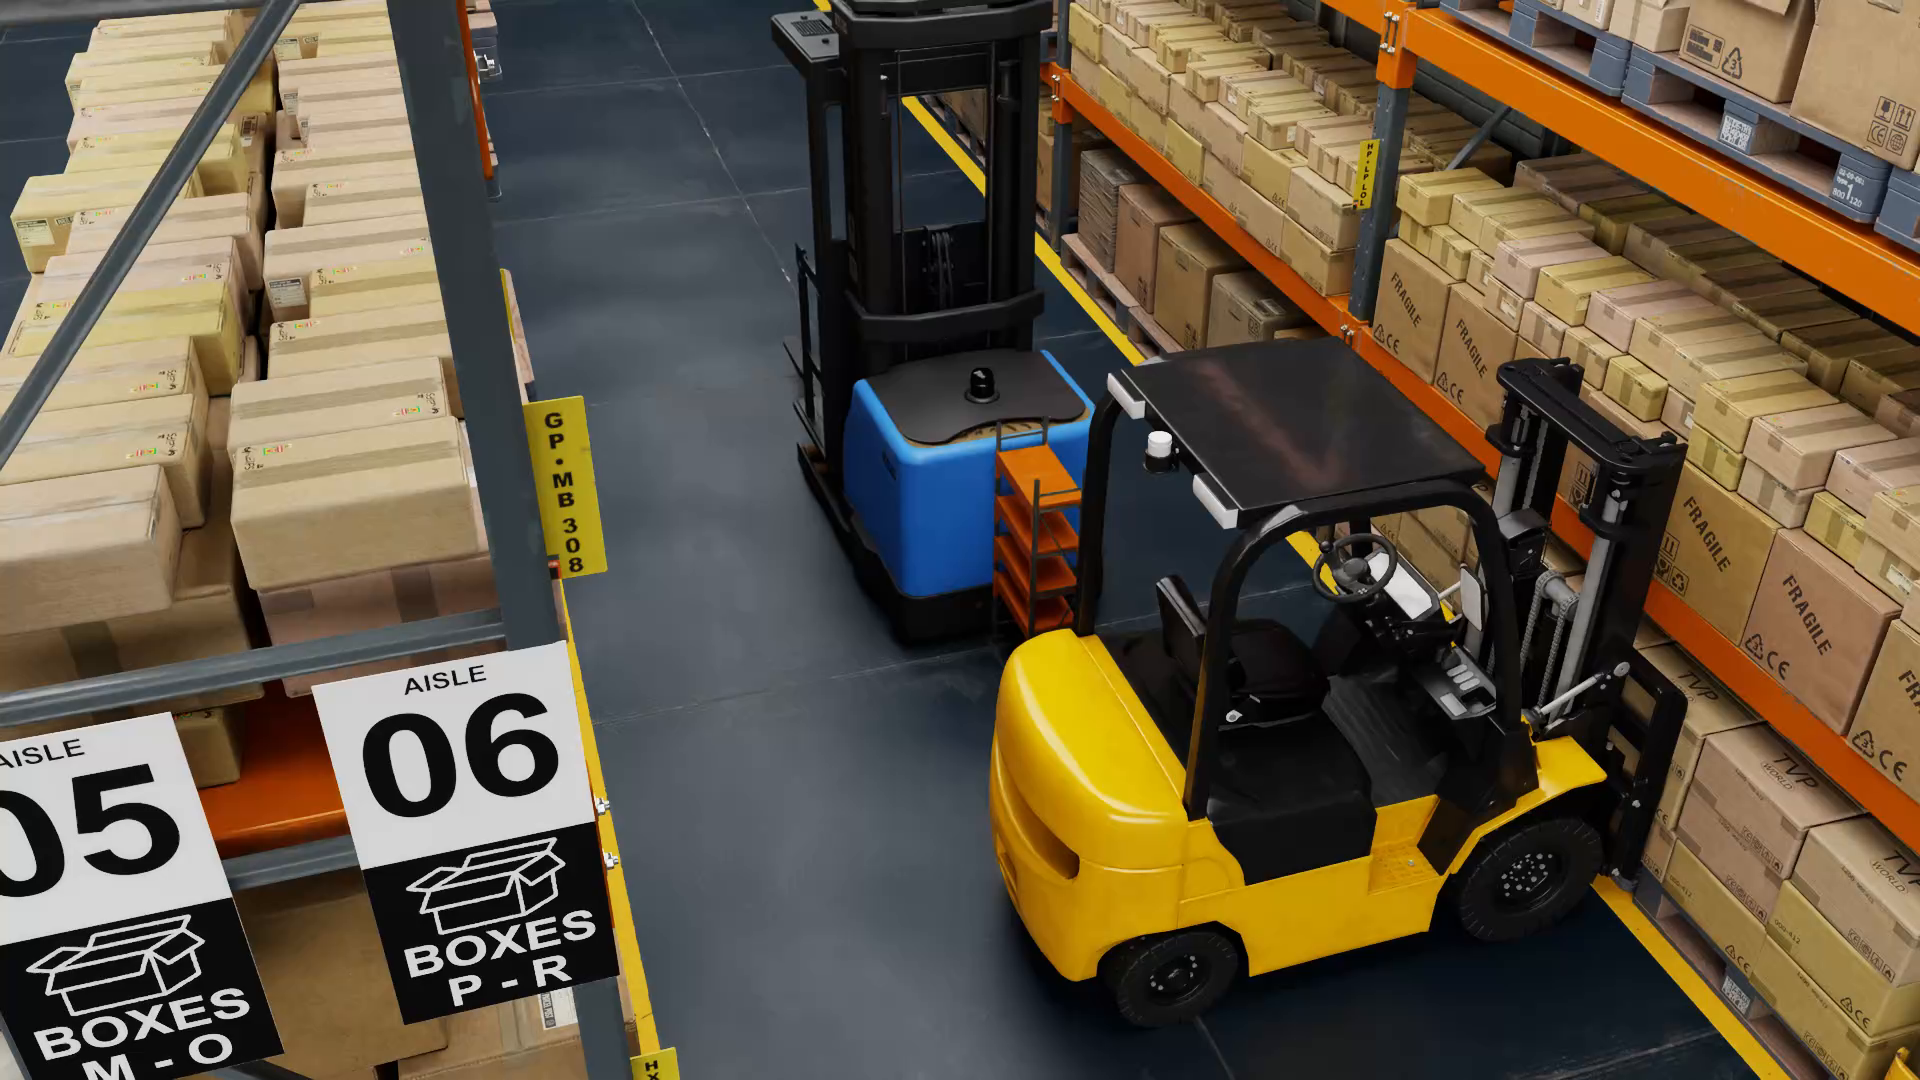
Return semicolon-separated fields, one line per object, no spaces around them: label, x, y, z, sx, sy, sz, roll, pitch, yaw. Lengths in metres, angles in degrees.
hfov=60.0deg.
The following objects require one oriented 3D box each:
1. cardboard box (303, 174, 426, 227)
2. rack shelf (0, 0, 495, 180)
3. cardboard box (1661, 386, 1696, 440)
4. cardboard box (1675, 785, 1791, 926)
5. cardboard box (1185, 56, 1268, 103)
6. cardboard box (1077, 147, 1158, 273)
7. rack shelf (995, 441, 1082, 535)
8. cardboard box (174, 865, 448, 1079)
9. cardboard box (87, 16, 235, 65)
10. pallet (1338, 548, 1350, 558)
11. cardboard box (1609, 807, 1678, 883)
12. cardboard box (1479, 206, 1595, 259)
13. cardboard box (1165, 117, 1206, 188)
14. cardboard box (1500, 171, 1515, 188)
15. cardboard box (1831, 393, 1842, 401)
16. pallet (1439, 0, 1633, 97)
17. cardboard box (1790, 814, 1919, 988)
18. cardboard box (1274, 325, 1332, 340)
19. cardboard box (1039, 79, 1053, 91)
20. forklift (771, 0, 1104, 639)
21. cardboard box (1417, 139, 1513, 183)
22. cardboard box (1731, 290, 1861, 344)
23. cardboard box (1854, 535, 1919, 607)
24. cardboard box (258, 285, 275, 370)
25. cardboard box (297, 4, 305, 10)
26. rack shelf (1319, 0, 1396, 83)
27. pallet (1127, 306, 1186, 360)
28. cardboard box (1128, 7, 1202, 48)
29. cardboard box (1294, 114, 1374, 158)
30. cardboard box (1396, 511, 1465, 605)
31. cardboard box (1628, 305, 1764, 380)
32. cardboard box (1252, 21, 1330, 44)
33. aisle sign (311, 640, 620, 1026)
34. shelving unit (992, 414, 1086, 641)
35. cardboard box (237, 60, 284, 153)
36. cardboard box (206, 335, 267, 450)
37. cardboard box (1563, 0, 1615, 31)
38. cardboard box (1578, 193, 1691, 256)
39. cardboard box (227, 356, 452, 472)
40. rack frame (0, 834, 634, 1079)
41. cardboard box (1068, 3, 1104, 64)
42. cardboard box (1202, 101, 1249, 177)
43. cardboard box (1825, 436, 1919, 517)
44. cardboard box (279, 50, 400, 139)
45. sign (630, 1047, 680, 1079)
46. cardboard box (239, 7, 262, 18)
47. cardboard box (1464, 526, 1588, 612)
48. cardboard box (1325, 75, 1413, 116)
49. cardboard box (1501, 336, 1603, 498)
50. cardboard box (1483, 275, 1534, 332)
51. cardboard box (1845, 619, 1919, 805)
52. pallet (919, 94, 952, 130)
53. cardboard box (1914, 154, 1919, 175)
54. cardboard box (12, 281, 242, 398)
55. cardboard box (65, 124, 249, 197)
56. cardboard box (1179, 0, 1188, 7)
cardboard box;-1.342;-0.751;3.949;0.380;0.149;0.250;-9;35;-13
rack shelf;-1.754;-1.621;3.697;1.077;0.370;4.000;-10;35;-15
cardboard box;2.805;-0.470;6.061;0.380;0.149;0.250;-10;35;-15
cardboard box;2.993;1.089;6.041;0.500;0.250;0.500;-10;35;-15
cardboard box;1.474;-2.553;9.214;0.380;0.149;0.250;-11;35;-16
cardboard box;1.319;-2.262;11.225;0.875;0.625;0.625;-9;34;-13
rack shelf;0.351;-0.233;7.292;0.258;0.148;0.480;-10;36;-15
cardboard box;-1.508;0.816;3.527;0.700;0.500;0.500;-11;35;-16
cardboard box;-2.400;-1.457;5.018;0.380;0.149;0.250;-11;35;-16
pallet;2.565;0.281;8.133;1.003;0.211;1.213;-10;35;-15
cardboard box;2.851;1.045;6.561;0.500;0.250;0.500;-10;35;-14
cardboard box;2.429;-1.272;7.005;0.380;0.149;0.250;-11;35;-16
cardboard box;1.513;-2.263;9.591;0.500;0.250;0.500;-9;34;-13
cardboard box;2.451;-1.762;8.379;0.500;0.250;0.500;-11;35;-16
cardboard box;3.280;-0.549;6.181;0.380;0.149;0.250;-10;35;-15
pallet;2.647;-2.078;6.533;1.003;0.211;1.213;-10;35;-15
cardboard box;3.145;1.159;5.482;0.500;0.250;0.500;-9;34;-13
cardboard box;2.192;-0.763;8.957;0.875;0.625;0.625;-8;34;-13
cardboard box;0.599;-3.310;12.337;0.380;0.149;0.250;-11;35;-16
forklift;-0.267;-1.557;8.448;1.130;2.935;3.031;-11;35;-16
cardboard box;2.459;-1.840;8.134;0.380;0.149;0.250;-11;35;-16
cardboard box;3.155;-0.810;6.307;0.380;0.149;0.250;-9;35;-13
cardboard box;3.082;0.070;5.244;0.380;0.149;0.250;-9;35;-14
cardboard box;-1.369;-0.525;3.969;0.500;0.250;0.500;-9;35;-13
cardboard box;-2.059;-1.820;5.567;0.380;0.149;0.250;-9;35;-14
rack shelf;1.752;-3.308;8.967;1.077;0.370;4.000;-10;35;-15
pallet;1.724;-1.165;10.322;1.003;0.211;1.213;-10;35;-15
cardboard box;1.236;-3.097;10.036;0.380;0.149;0.250;-10;35;-14
cardboard box;1.926;-2.031;8.424;0.380;0.149;0.250;-10;35;-15
cardboard box;2.371;0.027;7.649;0.500;0.250;0.500;-10;35;-15
cardboard box;2.738;-0.735;6.193;0.380;0.149;0.250;-10;35;-15
cardboard box;1.943;-2.933;9.789;0.380;0.149;0.250;-11;35;-16
aisle sign;-0.830;0.526;2.875;0.394;0.787;0.004;-10;35;-15
shelving unit;0.348;0.091;7.515;0.258;1.200;0.503;-10;36;-15
cardboard box;-2.324;-1.237;5.046;0.500;0.250;0.500;-10;35;-15
cardboard box;-1.696;-0.173;3.436;0.500;0.250;0.500;-10;35;-15
cardboard box;2.444;-1.980;6.061;0.380;0.149;0.250;-9;35;-13
cardboard box;2.878;-1.351;7.125;0.380;0.149;0.250;-10;35;-15
cardboard box;-1.150;-0.200;3.115;0.380;0.149;0.250;-10;35;-15
rack frame;-1.144;1.630;3.562;1.000;3.000;0.127;-10;35;-15
cardboard box;1.021;-3.275;10.667;0.500;0.250;0.500;-10;35;-15
cardboard box;1.655;-2.206;9.050;0.500;0.250;0.500;-9;35;-14
cardboard box;3.057;-0.196;5.377;0.380;0.149;0.250;-10;35;-14
cardboard box;-1.727;-1.275;4.743;0.380;0.149;0.250;-11;35;-16
sign;-0.627;1.178;3.462;0.100;0.325;0.005;-10;35;-15
cardboard box;-2.680;-2.116;6.266;0.500;0.250;0.500;-11;35;-16
cardboard box;2.520;0.084;7.108;0.500;0.250;0.500;-9;34;-13
cardboard box;2.202;-2.386;8.961;0.380;0.149;0.250;-10;35;-15
cardboard box;2.579;-0.535;6.749;0.500;0.500;0.500;-10;35;-15
cardboard box;2.400;-0.998;6.860;0.380;0.149;0.250;-9;35;-14
cardboard box;3.182;0.537;5.125;0.500;0.500;0.500;-11;35;-16
pallet;0.206;-3.923;14.495;1.003;0.211;1.213;-10;35;-15
cardboard box;2.963;-1.136;4.678;0.396;0.266;0.258;-10;35;-15
cardboard box;-1.694;-0.392;3.406;0.380;0.149;0.250;-10;35;-14
cardboard box;-2.026;-0.927;4.216;0.380;0.149;0.250;-9;35;-14
cardboard box;1.620;-3.464;10.592;0.380;0.149;0.250;-9;35;-13
